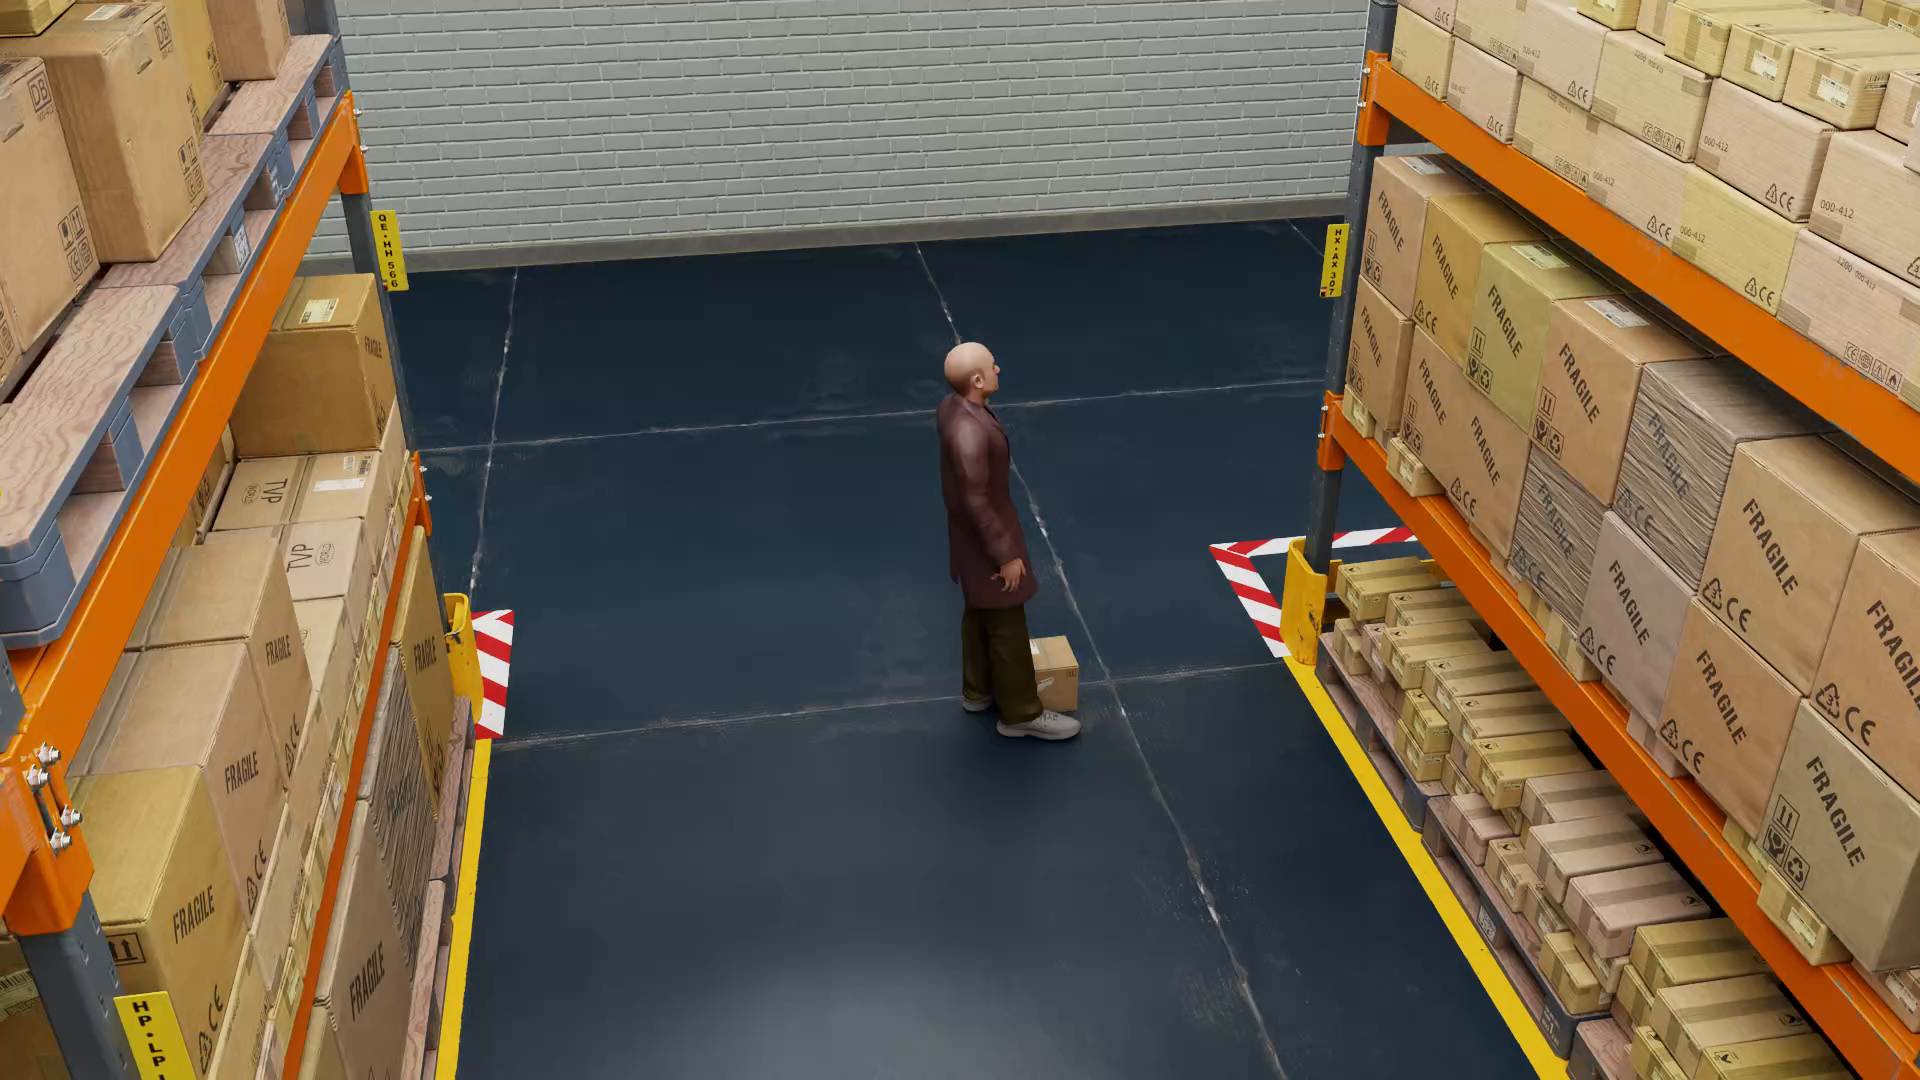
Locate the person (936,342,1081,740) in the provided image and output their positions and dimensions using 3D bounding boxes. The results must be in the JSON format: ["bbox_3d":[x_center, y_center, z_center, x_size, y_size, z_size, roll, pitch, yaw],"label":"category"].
[{"bbox_3d":[0.203,-0.017,7.157,0.579,1.779,0.698,-5,31,-9],"label":"person"}]
